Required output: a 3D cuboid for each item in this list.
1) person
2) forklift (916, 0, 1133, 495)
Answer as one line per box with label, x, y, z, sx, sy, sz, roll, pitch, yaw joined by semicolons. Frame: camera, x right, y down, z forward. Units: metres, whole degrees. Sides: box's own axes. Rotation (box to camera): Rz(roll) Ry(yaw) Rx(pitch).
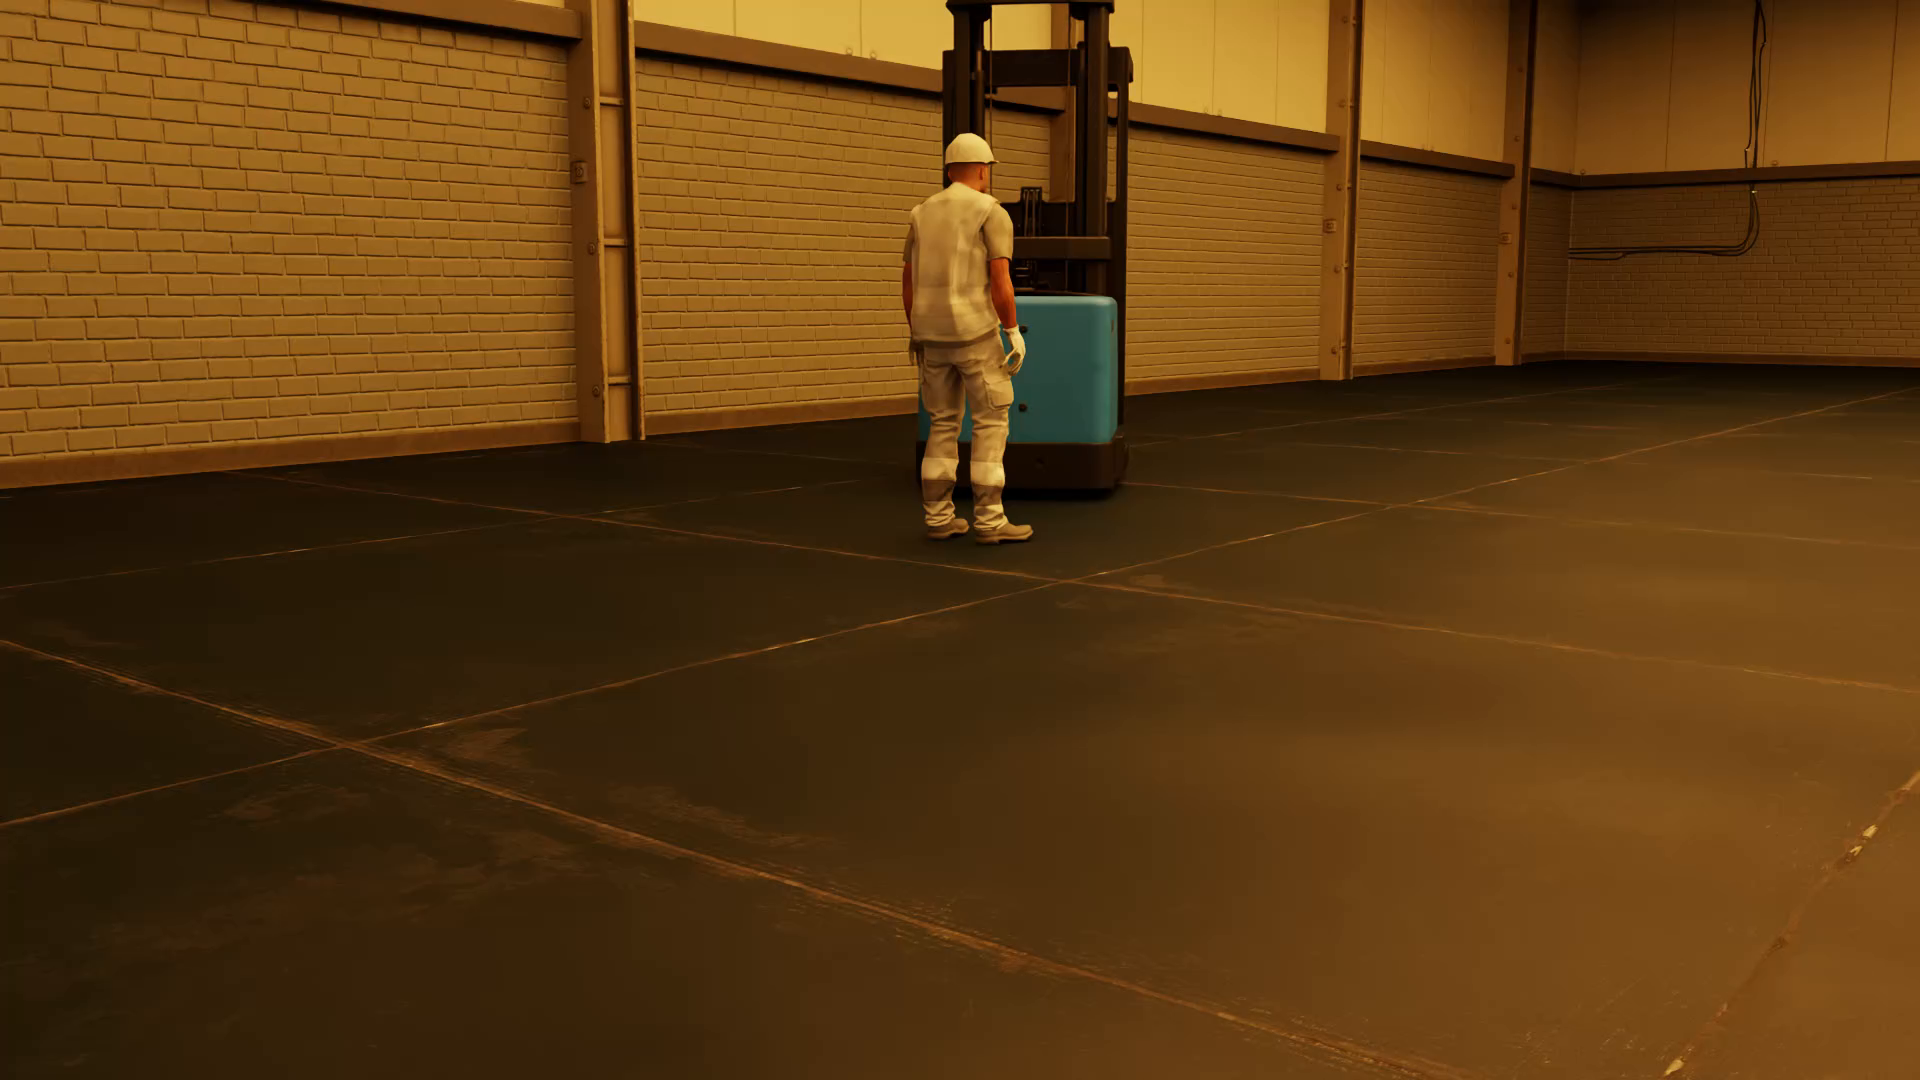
person;0.022;-0.884;7.316;0.608;1.778;0.450;6;10;37
forklift;0.475;-1.871;10.068;1.130;2.935;3.031;1;8;8
